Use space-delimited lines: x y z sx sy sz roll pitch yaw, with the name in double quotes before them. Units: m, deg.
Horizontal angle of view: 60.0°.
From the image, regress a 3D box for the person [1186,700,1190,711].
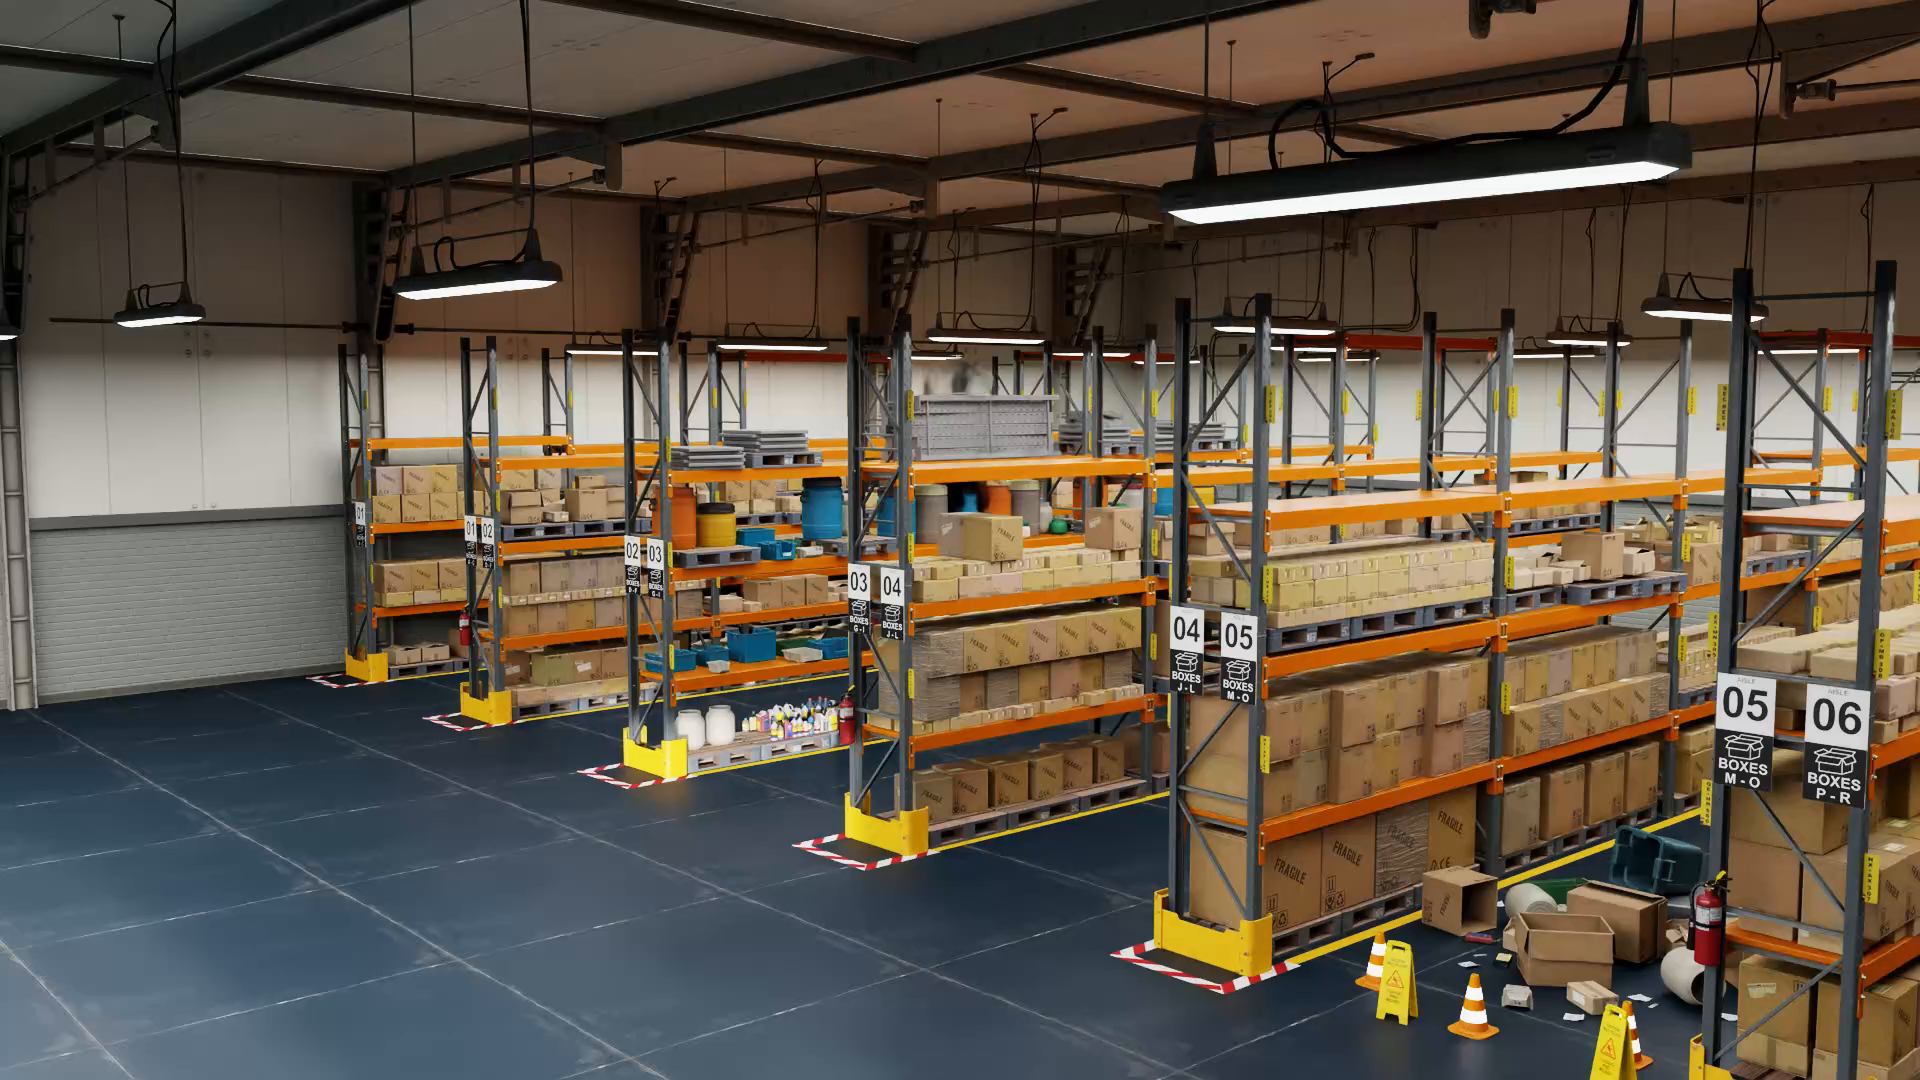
"person" 3.578 1.735 25.782 0.725 1.769 0.824 4 6 35
